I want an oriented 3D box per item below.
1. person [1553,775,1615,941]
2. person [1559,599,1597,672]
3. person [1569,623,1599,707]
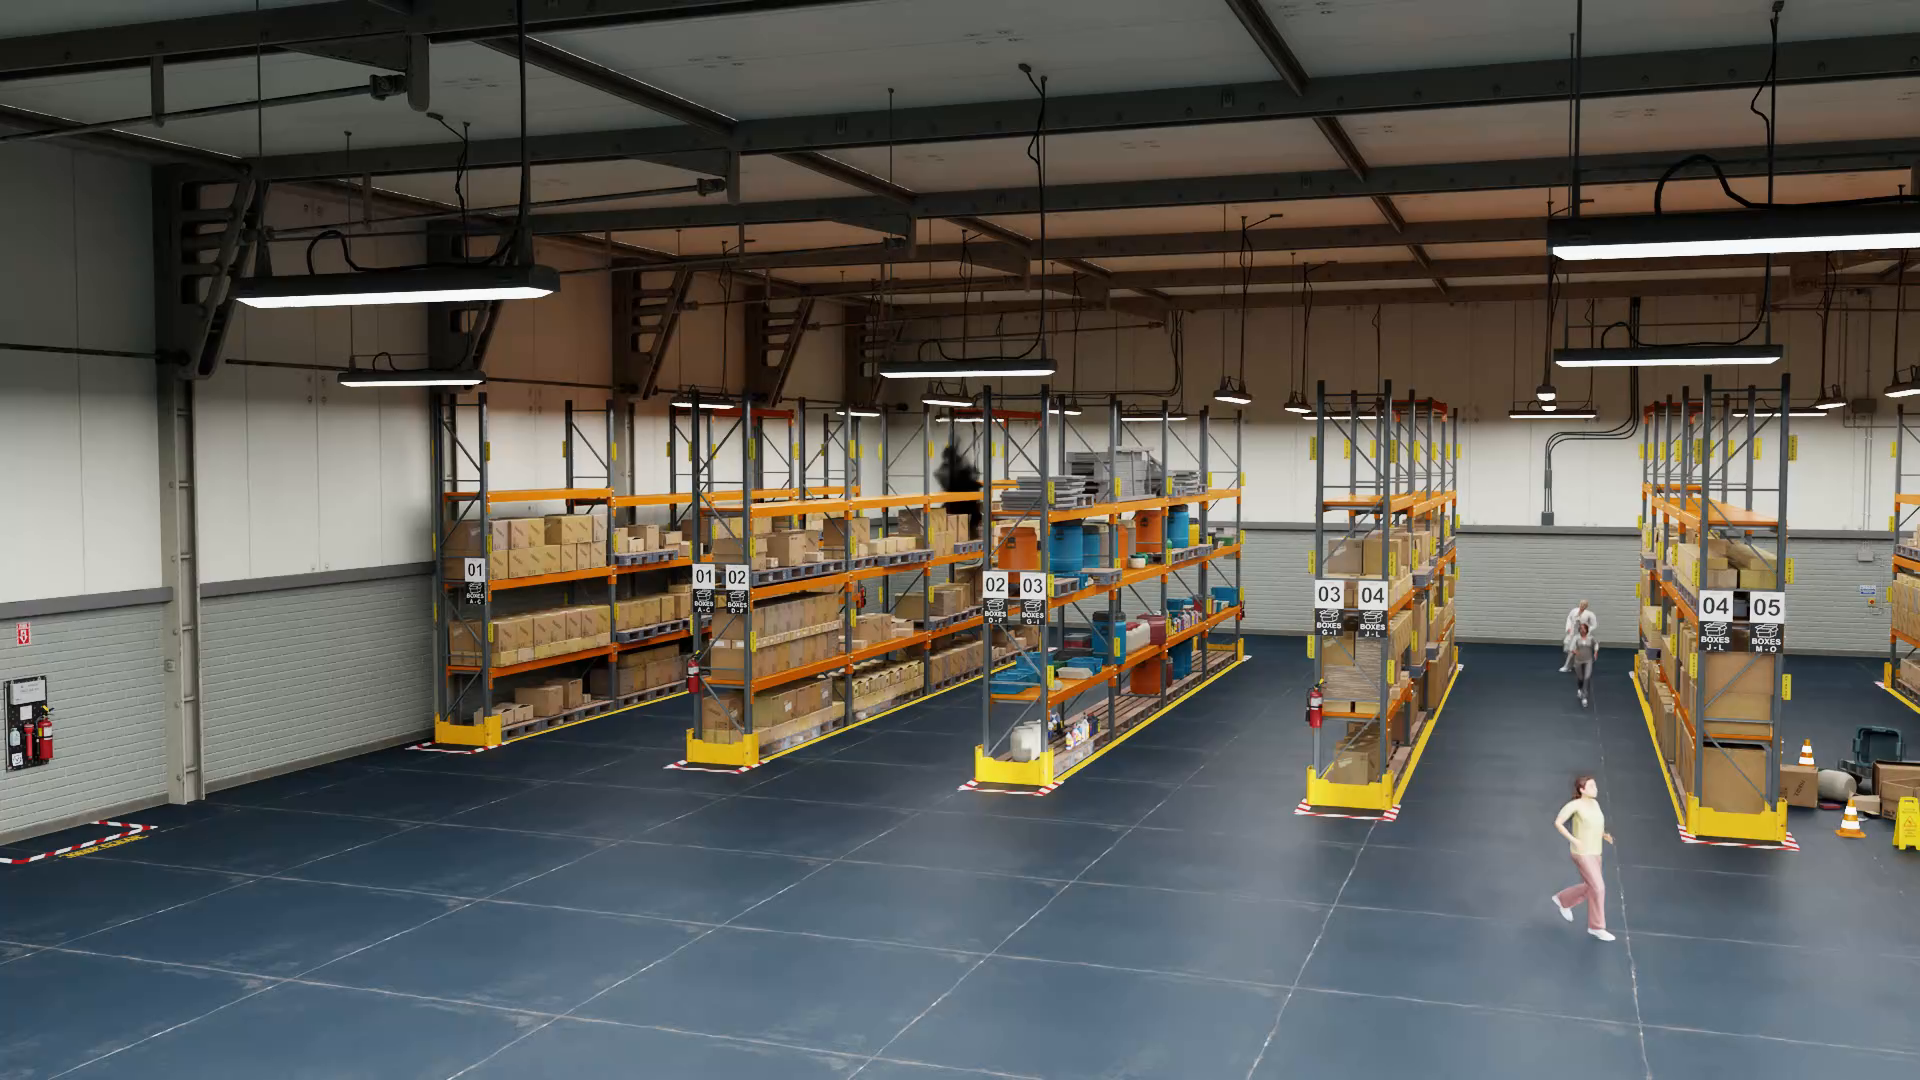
[{"bbox_3d":[6.451,3.253,17.240,0.587,1.663,0.769,-2,4,-35],"label":"person"},{"bbox_3d":[14.024,2.161,37.577,0.664,1.675,0.753,-3,4,-40],"label":"person"},{"bbox_3d":[12.364,2.446,32.968,0.552,1.600,0.894,1,3,21],"label":"person"}]
